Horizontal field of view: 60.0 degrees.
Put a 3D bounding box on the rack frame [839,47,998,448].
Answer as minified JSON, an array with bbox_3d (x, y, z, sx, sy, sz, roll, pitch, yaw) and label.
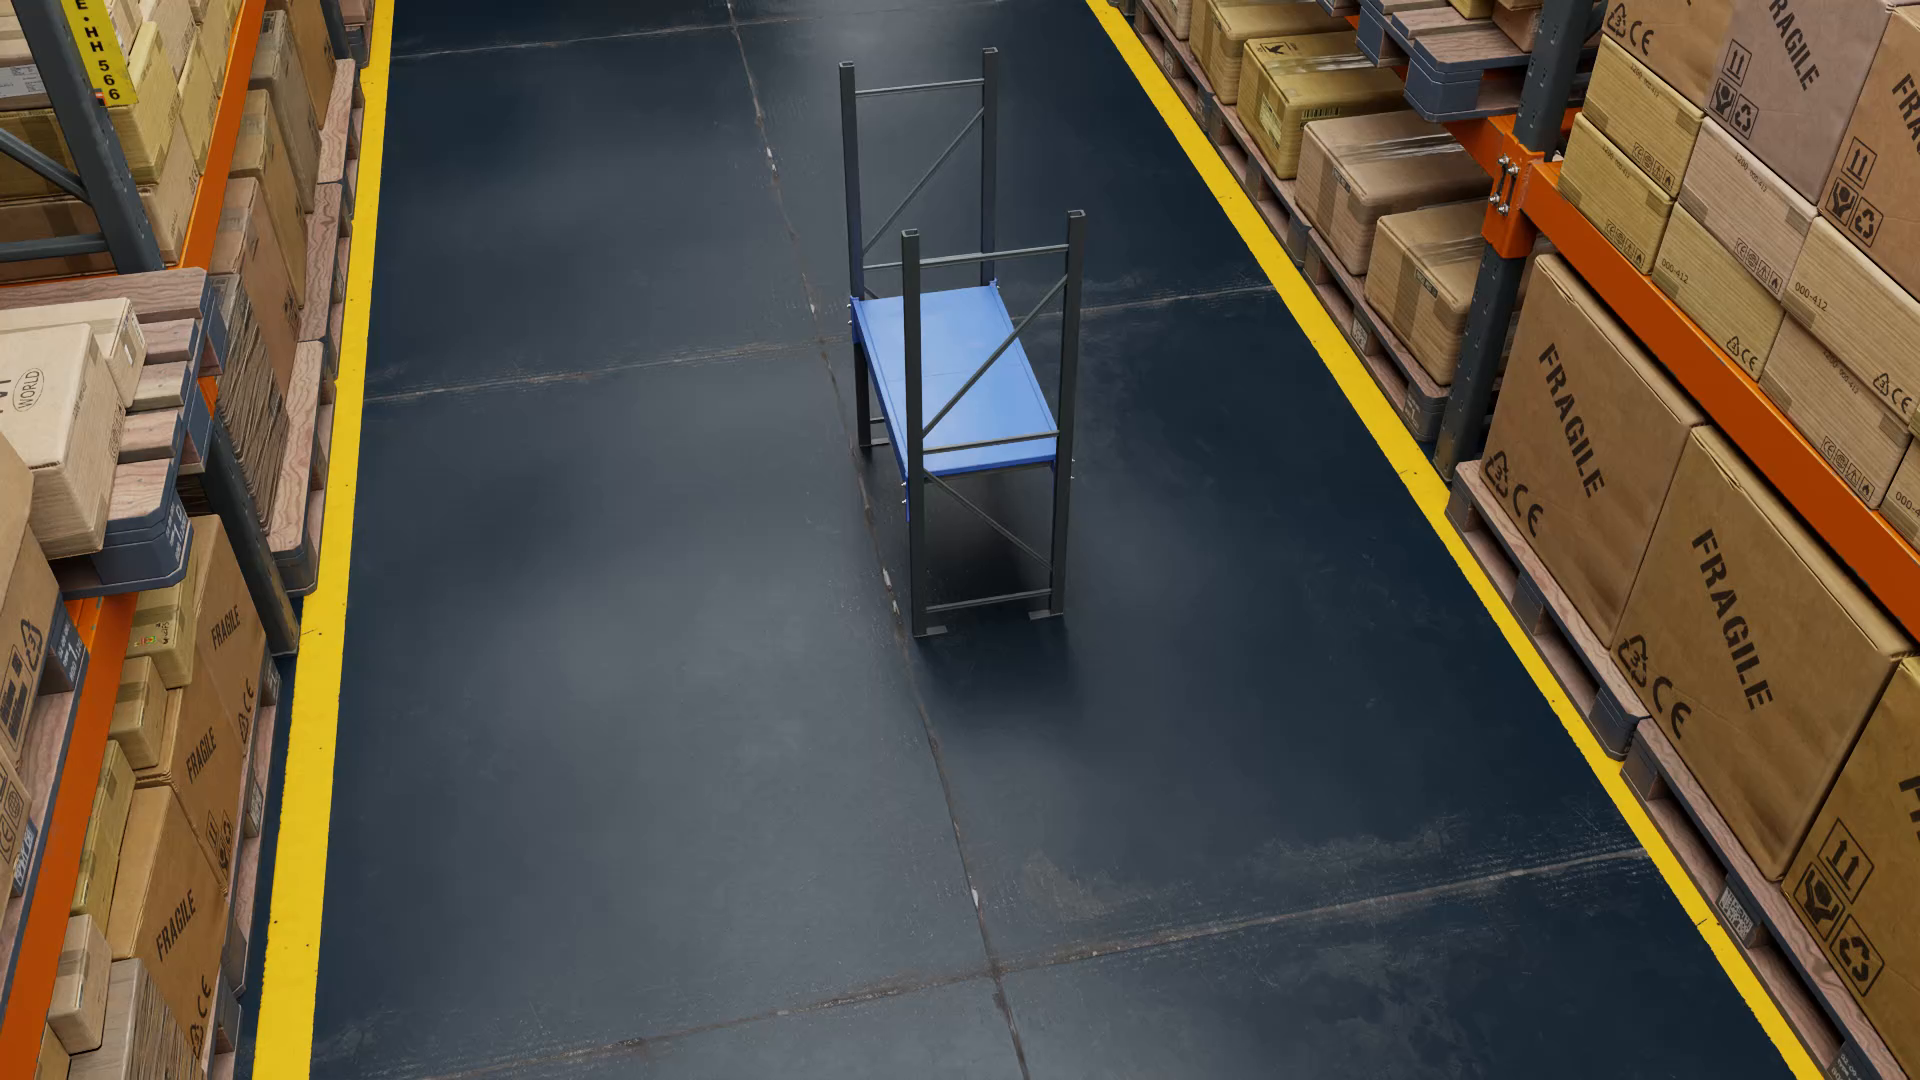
[{"bbox_3d":[-0.128,-0.946,5.686,0.500,1.500,0.032,-8,42,-9],"label":"rack frame"}]

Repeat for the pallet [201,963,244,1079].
[{"bbox_3d":[-2.241,1.602,3.786,1.003,0.211,1.213,-8,42,-9],"label":"pallet"}]

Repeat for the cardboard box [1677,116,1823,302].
[{"bbox_3d":[2.199,-0.865,4.201,0.500,0.250,0.500,-7,42,-8],"label":"cardboard box"}]

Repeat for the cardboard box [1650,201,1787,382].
[{"bbox_3d":[2.209,-0.693,4.384,0.500,0.250,0.500,-9,42,-11],"label":"cardboard box"}]

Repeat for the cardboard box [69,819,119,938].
[{"bbox_3d":[-2.101,0.789,3.680,0.380,0.149,0.250,-9,42,-10],"label":"cardboard box"}]

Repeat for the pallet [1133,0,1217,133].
[{"bbox_3d":[1.527,-2.478,8.383,1.003,0.211,1.213,-8,42,-9],"label":"pallet"}]

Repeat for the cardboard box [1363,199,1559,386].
[{"bbox_3d":[2.108,-0.975,6.252,0.950,0.372,0.625,-11,43,-12],"label":"cardboard box"}]

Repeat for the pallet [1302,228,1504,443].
[{"bbox_3d":[2.053,-0.897,6.601,1.003,0.211,1.213,-8,42,-9],"label":"pallet"}]

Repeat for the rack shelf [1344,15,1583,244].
[{"bbox_3d":[1.789,-2.460,6.804,1.077,0.370,4.000,-8,42,-9],"label":"rack shelf"}]

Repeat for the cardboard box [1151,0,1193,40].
[{"bbox_3d":[1.473,-2.860,8.376,0.950,0.372,0.625,-8,42,-9],"label":"cardboard box"}]

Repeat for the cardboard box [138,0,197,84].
[{"bbox_3d":[-2.589,-1.497,4.914,0.500,0.250,0.500,-7,42,-8],"label":"cardboard box"}]

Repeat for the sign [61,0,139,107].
[{"bbox_3d":[-2.097,-1.206,4.037,0.100,0.325,0.005,-8,42,-9],"label":"sign"}]

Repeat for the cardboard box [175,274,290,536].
[{"bbox_3d":[-2.747,-0.394,5.407,0.875,0.625,0.625,-7,42,-8],"label":"cardboard box"}]

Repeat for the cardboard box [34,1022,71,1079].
[{"bbox_3d":[-2.009,1.130,3.295,0.380,0.149,0.250,-8,42,-9],"label":"cardboard box"}]

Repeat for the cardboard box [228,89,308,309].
[{"bbox_3d":[-3.041,-1.253,6.375,0.875,0.625,0.625,-10,43,-11],"label":"cardboard box"}]

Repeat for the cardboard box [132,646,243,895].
[{"bbox_3d":[-2.226,0.628,4.350,0.500,0.500,0.500,-9,42,-10],"label":"cardboard box"}]

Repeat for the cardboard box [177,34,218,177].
[{"bbox_3d":[-2.586,-1.312,5.082,0.500,0.250,0.500,-9,42,-10],"label":"cardboard box"}]

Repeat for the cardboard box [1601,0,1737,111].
[{"bbox_3d":[2.088,-1.489,4.340,0.500,0.500,0.500,-10,43,-11],"label":"cardboard box"}]

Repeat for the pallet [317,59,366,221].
[{"bbox_3d":[-3.292,-1.797,7.615,1.003,0.211,1.213,-8,42,-9],"label":"pallet"}]

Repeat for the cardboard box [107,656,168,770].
[{"bbox_3d":[-2.168,0.449,4.062,0.380,0.149,0.250,-10,43,-11],"label":"cardboard box"}]

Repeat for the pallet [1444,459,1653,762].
[{"bbox_3d":[2.317,0.132,5.442,1.003,0.211,1.213,-8,42,-9],"label":"pallet"}]

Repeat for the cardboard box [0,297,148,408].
[{"bbox_3d":[-2.109,-0.411,3.827,0.380,0.149,0.250,-8,42,-8],"label":"cardboard box"}]

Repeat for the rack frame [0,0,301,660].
[{"bbox_3d":[-2.625,-0.719,4.301,1.000,3.000,0.127,-8,42,-9],"label":"rack frame"}]

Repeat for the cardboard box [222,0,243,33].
[{"bbox_3d":[-2.814,-1.982,5.836,0.500,0.250,0.500,-7,42,-8],"label":"cardboard box"}]

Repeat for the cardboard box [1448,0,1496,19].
[{"bbox_3d":[1.792,-1.838,5.434,0.380,0.149,0.250,-8,42,-9],"label":"cardboard box"}]

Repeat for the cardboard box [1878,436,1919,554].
[{"bbox_3d":[2.426,-0.033,3.640,0.500,0.250,0.500,-8,42,-9],"label":"cardboard box"}]

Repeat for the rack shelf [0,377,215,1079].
[{"bbox_3d":[-2.194,0.846,3.079,1.077,0.370,4.000,-8,42,-9],"label":"rack shelf"}]

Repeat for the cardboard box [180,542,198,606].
[{"bbox_3d":[-2.271,0.100,4.456,0.380,0.149,0.250,-10,43,-11],"label":"cardboard box"}]

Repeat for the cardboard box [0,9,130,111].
[{"bbox_3d":[-2.407,-1.248,4.332,0.380,0.149,0.250,-7,42,-8],"label":"cardboard box"}]

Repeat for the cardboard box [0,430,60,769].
[{"bbox_3d":[-2.092,0.117,2.965,0.797,0.503,0.637,-9,42,-10],"label":"cardboard box"}]

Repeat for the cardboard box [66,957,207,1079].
[{"bbox_3d":[-1.980,1.301,3.592,0.500,0.500,0.500,-10,43,-11],"label":"cardboard box"}]

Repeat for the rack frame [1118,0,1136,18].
[{"bbox_3d":[1.357,-4.026,8.025,1.000,3.000,0.127,-8,42,-9],"label":"rack frame"}]

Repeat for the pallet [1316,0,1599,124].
[{"bbox_3d":[1.963,-1.808,5.671,1.213,0.211,1.003,-8,42,-9],"label":"pallet"}]

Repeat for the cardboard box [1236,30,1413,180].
[{"bbox_3d":[1.783,-1.944,7.344,0.950,0.372,0.625,-7,42,-8],"label":"cardboard box"}]

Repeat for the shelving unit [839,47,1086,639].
[{"bbox_3d":[-0.018,-0.616,5.314,0.538,1.500,1.048,-8,42,-9],"label":"shelving unit"}]

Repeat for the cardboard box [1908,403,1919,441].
[{"bbox_3d":[2.391,-0.209,3.462,0.500,0.250,0.500,-8,42,-9],"label":"cardboard box"}]

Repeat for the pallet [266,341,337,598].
[{"bbox_3d":[-2.765,-0.215,5.834,1.003,0.211,1.213,-8,42,-9],"label":"pallet"}]

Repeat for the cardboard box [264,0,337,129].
[{"bbox_3d":[-3.365,-2.244,7.491,0.875,0.625,0.625,-7,42,-7],"label":"cardboard box"}]

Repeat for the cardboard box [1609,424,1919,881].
[{"bbox_3d":[2.477,0.243,4.501,0.875,0.875,0.875,-8,42,-9],"label":"cardboard box"}]

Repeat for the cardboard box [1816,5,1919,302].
[{"bbox_3d":[2.301,-0.832,3.599,0.500,0.500,0.500,-7,42,-8],"label":"cardboard box"}]
